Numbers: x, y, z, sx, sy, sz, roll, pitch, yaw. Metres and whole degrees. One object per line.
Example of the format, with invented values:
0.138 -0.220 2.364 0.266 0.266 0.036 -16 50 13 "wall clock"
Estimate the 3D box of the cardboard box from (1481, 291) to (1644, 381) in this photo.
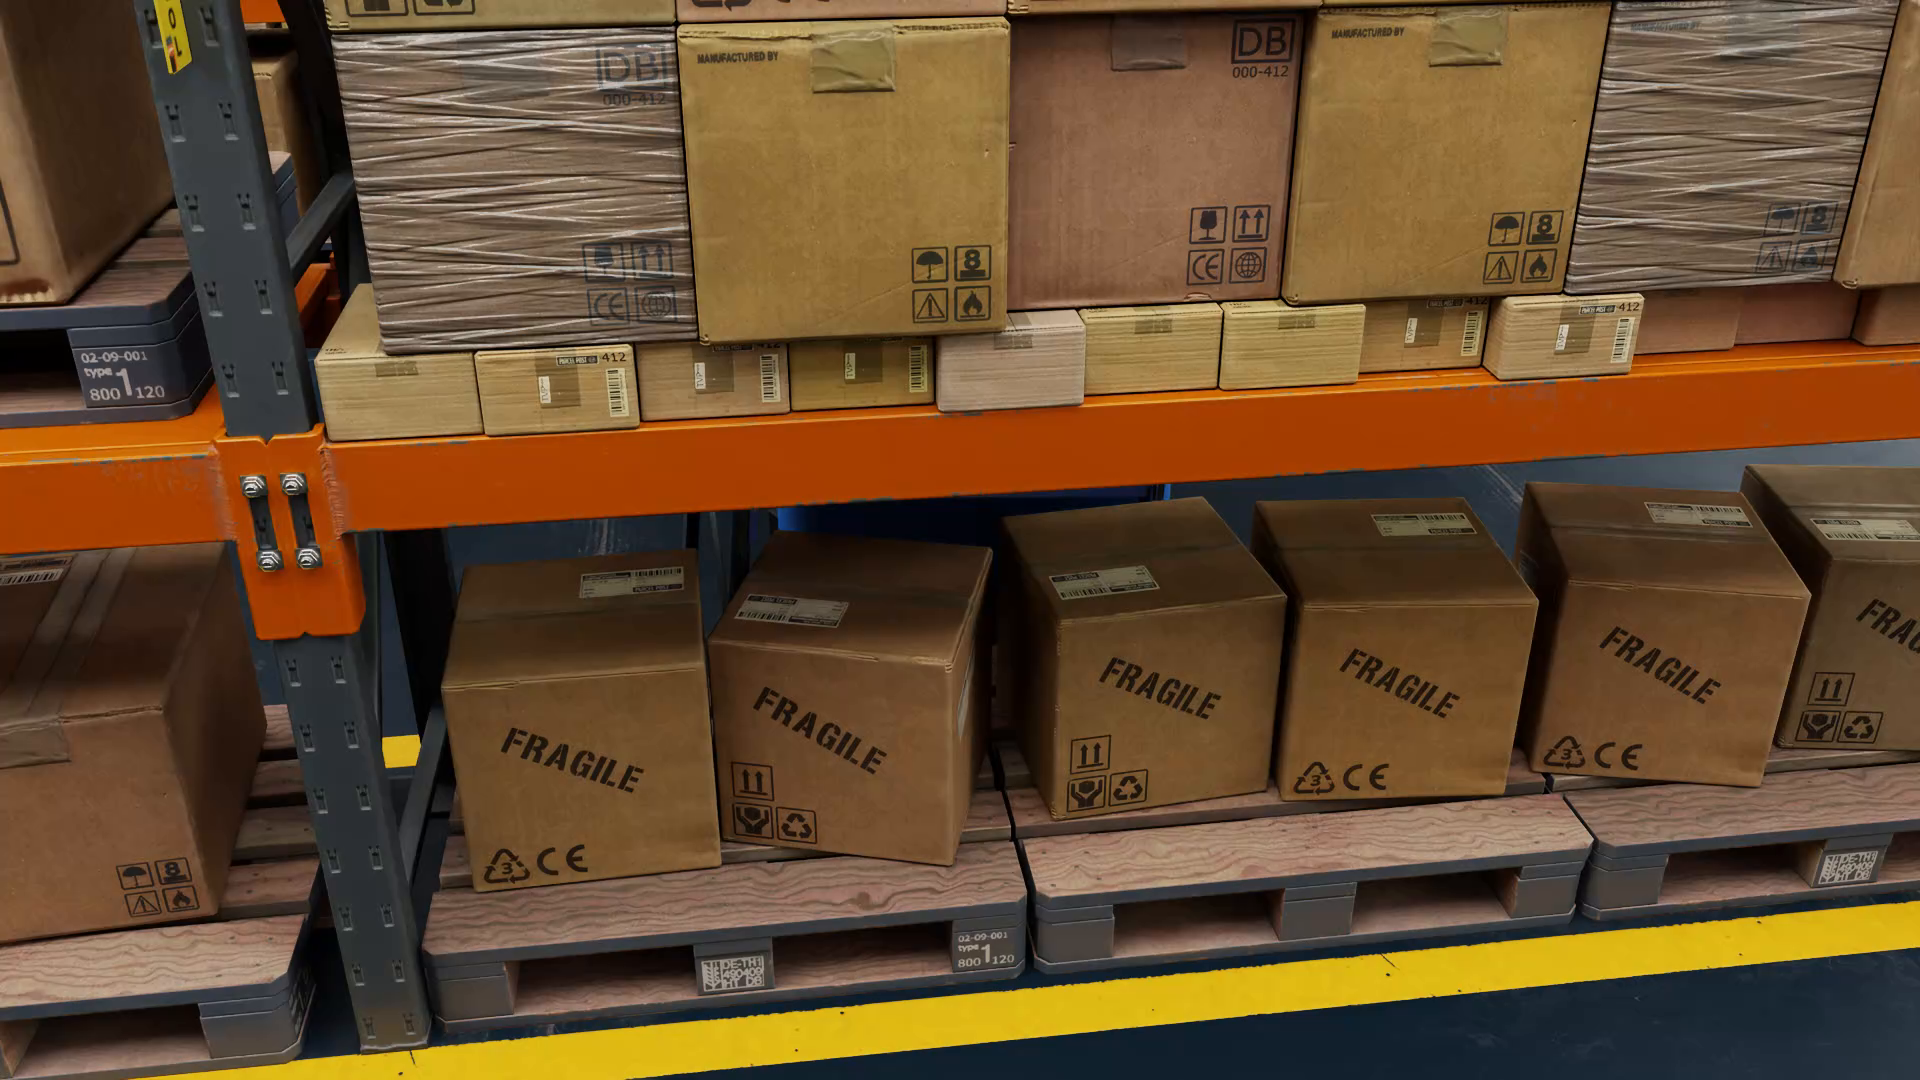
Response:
1.052 -0.438 3.094 0.250 0.149 0.380 -4 27 -7 "cardboard box"

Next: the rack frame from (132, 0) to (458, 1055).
-1.185 -0.550 3.036 0.127 3.000 1.000 -4 27 -7 "rack frame"

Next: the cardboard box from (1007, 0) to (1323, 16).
0.286 -1.149 2.674 0.500 0.500 0.500 -4 27 -7 "cardboard box"

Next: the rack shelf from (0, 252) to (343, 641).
-3.166 -0.103 2.952 4.000 0.370 1.077 -4 27 -7 "rack shelf"

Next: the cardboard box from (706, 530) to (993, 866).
-0.217 0.328 3.603 0.500 0.500 0.500 5 28 9 "cardboard box"

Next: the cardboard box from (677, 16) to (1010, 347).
-0.231 -0.743 2.978 0.500 0.500 0.875 -4 27 -7 "cardboard box"

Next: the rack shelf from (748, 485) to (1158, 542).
-0.088 -0.153 4.010 1.000 0.185 0.538 -1 14 -23 "rack shelf"

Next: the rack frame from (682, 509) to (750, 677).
-0.543 -0.320 3.774 0.032 1.500 0.500 -1 14 -23 "rack frame"

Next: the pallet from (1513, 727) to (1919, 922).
1.891 0.477 4.090 1.213 0.211 1.003 -4 27 -7 "pallet"

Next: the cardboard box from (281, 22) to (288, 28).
-4.485 -3.921 12.024 0.625 0.372 0.950 -3 27 -5 "cardboard box"

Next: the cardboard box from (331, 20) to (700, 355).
-0.731 -0.727 2.947 0.500 0.500 0.875 -4 27 -7 "cardboard box"

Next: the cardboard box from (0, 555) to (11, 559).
-2.271 0.418 3.407 0.500 0.500 0.700 -4 27 -7 "cardboard box"

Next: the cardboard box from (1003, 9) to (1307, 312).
0.250 -0.821 3.128 0.500 0.500 0.875 -4 27 -7 "cardboard box"

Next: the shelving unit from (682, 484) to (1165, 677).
-0.075 -0.328 3.971 1.048 1.500 0.538 -1 14 -23 "shelving unit"

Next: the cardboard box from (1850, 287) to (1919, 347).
1.785 -0.517 3.248 0.250 0.149 0.380 -4 27 -7 "cardboard box"

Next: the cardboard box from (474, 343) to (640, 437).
-0.681 -0.326 2.875 0.250 0.149 0.380 -4 27 -7 "cardboard box"

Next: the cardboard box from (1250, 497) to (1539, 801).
0.945 0.238 3.779 0.500 0.500 0.500 -1 27 -2 "cardboard box"

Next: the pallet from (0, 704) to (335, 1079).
-1.956 0.741 3.575 1.213 0.211 1.003 -4 27 -7 "pallet"

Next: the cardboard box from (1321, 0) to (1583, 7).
0.779 -1.186 2.745 0.500 0.500 0.500 -4 27 -7 "cardboard box"

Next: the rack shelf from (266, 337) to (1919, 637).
0.795 -0.357 3.448 4.000 0.370 1.077 -4 27 -7 "rack shelf"

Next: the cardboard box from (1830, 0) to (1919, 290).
1.749 -0.873 3.230 0.500 0.500 0.875 -4 27 -7 "cardboard box"

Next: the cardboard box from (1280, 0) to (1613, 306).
0.751 -0.834 3.154 0.500 0.500 0.875 -4 27 -7 "cardboard box"

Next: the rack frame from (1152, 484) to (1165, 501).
0.394 -0.336 4.167 0.032 1.500 0.500 -1 14 -23 "rack frame"

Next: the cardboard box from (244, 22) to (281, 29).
-5.236 -3.875 11.935 0.625 0.372 0.950 -4 27 -8 "cardboard box"

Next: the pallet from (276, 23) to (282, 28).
-4.547 -3.660 12.152 1.213 0.211 1.003 -4 27 -7 "pallet"

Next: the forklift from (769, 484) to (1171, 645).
-0.030 -1.589 5.136 1.130 2.935 3.031 -1 27 -2 "forklift"

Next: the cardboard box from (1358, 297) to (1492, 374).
0.794 -0.454 3.124 0.250 0.149 0.380 -4 27 -7 "cardboard box"

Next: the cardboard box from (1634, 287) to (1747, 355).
1.287 -0.494 3.203 0.250 0.149 0.380 -4 27 -7 "cardboard box"

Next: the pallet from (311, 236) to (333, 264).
-2.530 -1.475 7.893 1.213 0.211 1.003 -4 27 -7 "pallet"

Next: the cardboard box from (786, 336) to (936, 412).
-0.191 -0.375 2.969 0.250 0.149 0.380 -4 27 -7 "cardboard box"

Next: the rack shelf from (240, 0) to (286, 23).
-3.757 -2.351 7.335 4.000 0.370 1.077 -4 27 -7 "rack shelf"

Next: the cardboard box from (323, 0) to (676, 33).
-0.704 -1.085 2.549 0.500 0.500 0.500 -4 27 -7 "cardboard box"

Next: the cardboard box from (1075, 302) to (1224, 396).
0.304 -0.407 3.032 0.250 0.149 0.380 -4 27 -7 "cardboard box"

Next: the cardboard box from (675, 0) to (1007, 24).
-0.209 -1.118 2.612 0.500 0.500 0.500 -4 27 -7 "cardboard box"

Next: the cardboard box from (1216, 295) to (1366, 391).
0.553 -0.417 3.053 0.250 0.149 0.380 -4 27 -7 "cardboard box"

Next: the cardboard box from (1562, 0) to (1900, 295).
1.248 -0.860 3.206 0.500 0.500 0.875 -4 27 -7 "cardboard box"

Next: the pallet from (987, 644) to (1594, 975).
0.686 0.553 3.941 1.213 0.211 1.003 -4 27 -7 "pallet"

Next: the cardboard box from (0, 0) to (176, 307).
-1.991 -1.016 2.828 1.000 1.000 1.000 -3 27 -7 "cardboard box"

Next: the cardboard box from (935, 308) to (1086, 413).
0.062 -0.372 2.964 0.250 0.149 0.380 -4 27 -7 "cardboard box"

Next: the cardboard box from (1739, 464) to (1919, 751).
2.155 0.153 3.944 0.500 0.500 0.500 1 27 2 "cardboard box"

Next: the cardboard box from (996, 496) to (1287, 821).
0.386 0.253 3.749 0.500 0.500 0.500 -6 28 -12 "cardboard box"

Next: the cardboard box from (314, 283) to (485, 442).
-0.930 -0.316 2.855 0.250 0.149 0.380 -4 27 -7 "cardboard box"

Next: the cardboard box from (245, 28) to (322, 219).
-3.334 -1.845 7.564 0.750 0.750 1.050 -4 27 -7 "cardboard box"

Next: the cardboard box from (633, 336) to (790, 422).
-0.437 -0.354 2.930 0.250 0.149 0.380 -4 27 -7 "cardboard box"

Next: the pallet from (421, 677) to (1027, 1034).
-0.525 0.632 3.787 1.213 0.211 1.003 -4 27 -7 "pallet"

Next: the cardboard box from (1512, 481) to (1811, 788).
1.568 0.207 3.840 0.500 0.500 0.500 3 27 6 "cardboard box"

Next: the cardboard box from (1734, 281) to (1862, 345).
1.531 -0.520 3.253 0.250 0.149 0.380 -4 27 -7 "cardboard box"

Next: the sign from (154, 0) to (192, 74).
-1.104 -0.814 2.283 0.005 0.325 0.100 -4 27 -7 "sign"

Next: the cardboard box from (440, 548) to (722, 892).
-0.784 0.368 3.525 0.500 0.500 0.500 -4 28 -9 "cardboard box"

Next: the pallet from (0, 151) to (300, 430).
-1.962 -0.482 3.113 1.213 0.211 1.003 -4 27 -7 "pallet"

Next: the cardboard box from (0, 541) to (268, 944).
-1.796 0.396 3.449 0.500 0.500 0.700 -6 28 -11 "cardboard box"
